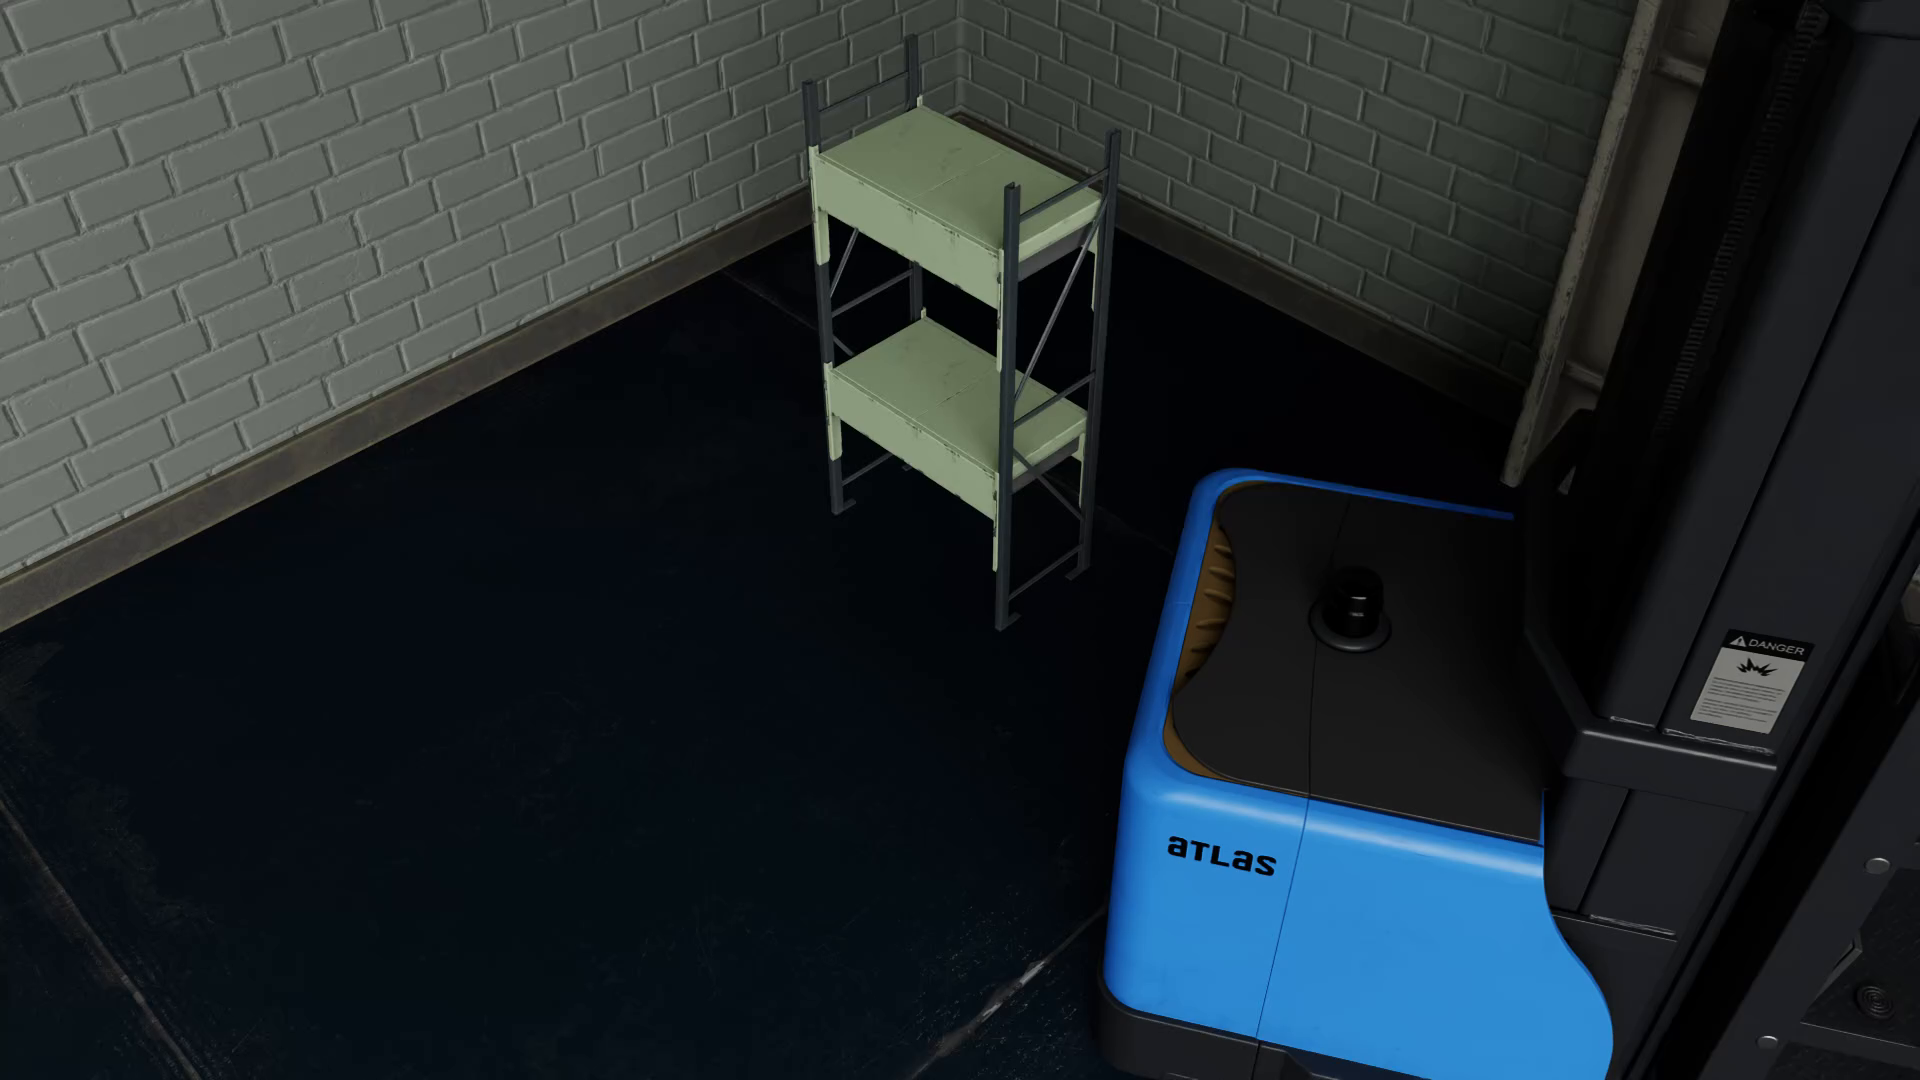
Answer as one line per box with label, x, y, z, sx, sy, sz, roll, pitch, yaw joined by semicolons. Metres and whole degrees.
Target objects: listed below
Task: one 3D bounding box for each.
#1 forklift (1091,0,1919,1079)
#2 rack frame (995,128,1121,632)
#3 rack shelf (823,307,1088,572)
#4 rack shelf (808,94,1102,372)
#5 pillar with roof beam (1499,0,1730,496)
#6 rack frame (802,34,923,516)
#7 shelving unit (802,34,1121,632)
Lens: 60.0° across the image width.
forklift;1.882;0.104;2.977;3.031;2.935;1.130;10;44;11
rack frame;0.254;-0.378;4.554;0.400;1.500;0.023;-34;53;-31
rack shelf;-0.005;-0.315;4.966;0.431;0.370;0.720;-34;53;-31
rack shelf;-0.005;-0.841;4.480;0.431;0.370;0.720;-34;53;-31
pillar with roof beam;-1.031;-1.418;0.153;9.100;9.000;0.400;-34;53;-31
rack frame;-0.263;-0.730;4.935;0.400;1.500;0.023;-34;53;-31
shelving unit;-0.005;-0.554;4.744;0.431;1.500;0.755;-34;53;-31
